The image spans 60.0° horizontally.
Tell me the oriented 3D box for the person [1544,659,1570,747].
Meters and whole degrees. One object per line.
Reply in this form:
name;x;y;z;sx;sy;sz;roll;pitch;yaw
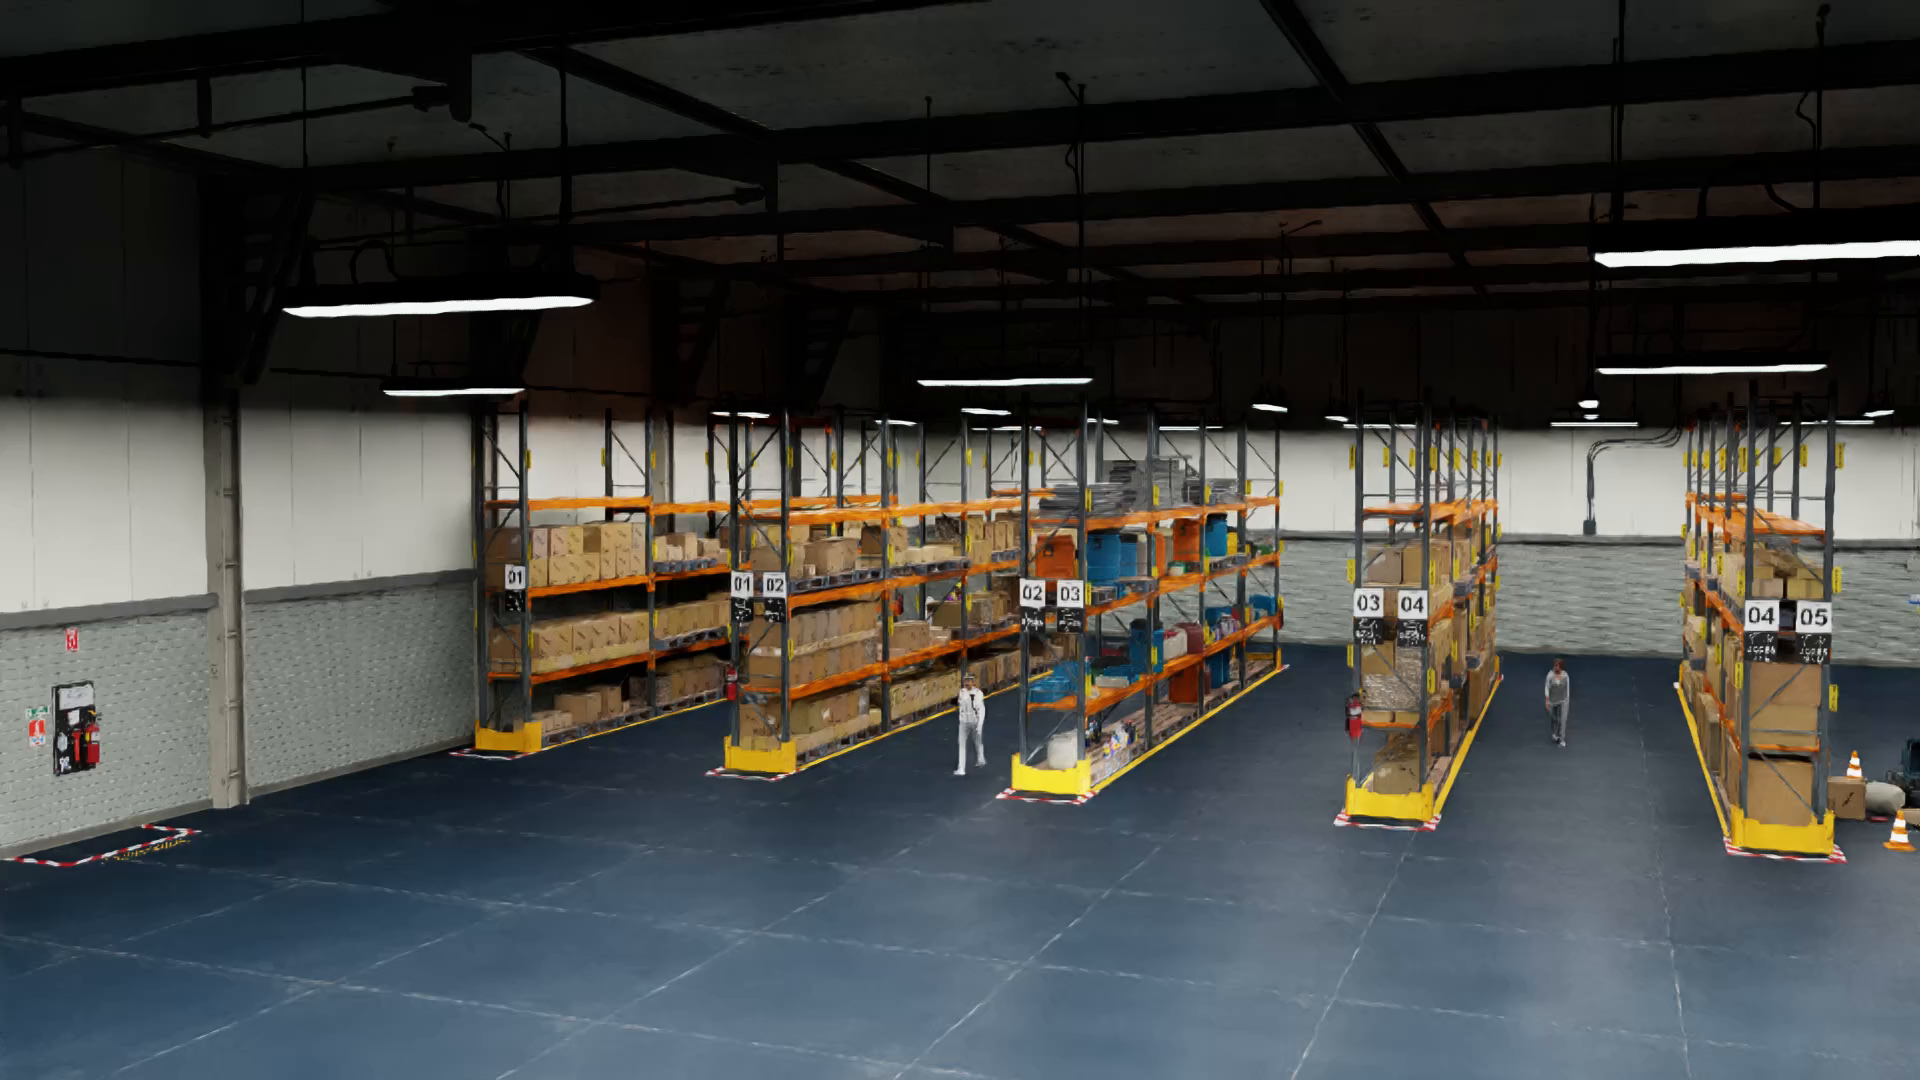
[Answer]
person;10.431;2.815;29.053;0.417;1.517;1.036;1;3;24

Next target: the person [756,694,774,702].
person;-3.960;2.444;34.197;0.492;1.767;0.625;0;3;-3

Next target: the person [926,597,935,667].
person;-0.672;2.198;39.840;0.566;1.706;0.944;1;3;23

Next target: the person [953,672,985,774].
person;0.183;2.891;26.487;0.500;1.625;0.988;1;3;20

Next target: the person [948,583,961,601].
person;-0.072;1.998;43.505;0.655;1.772;0.477;-3;4;-42
